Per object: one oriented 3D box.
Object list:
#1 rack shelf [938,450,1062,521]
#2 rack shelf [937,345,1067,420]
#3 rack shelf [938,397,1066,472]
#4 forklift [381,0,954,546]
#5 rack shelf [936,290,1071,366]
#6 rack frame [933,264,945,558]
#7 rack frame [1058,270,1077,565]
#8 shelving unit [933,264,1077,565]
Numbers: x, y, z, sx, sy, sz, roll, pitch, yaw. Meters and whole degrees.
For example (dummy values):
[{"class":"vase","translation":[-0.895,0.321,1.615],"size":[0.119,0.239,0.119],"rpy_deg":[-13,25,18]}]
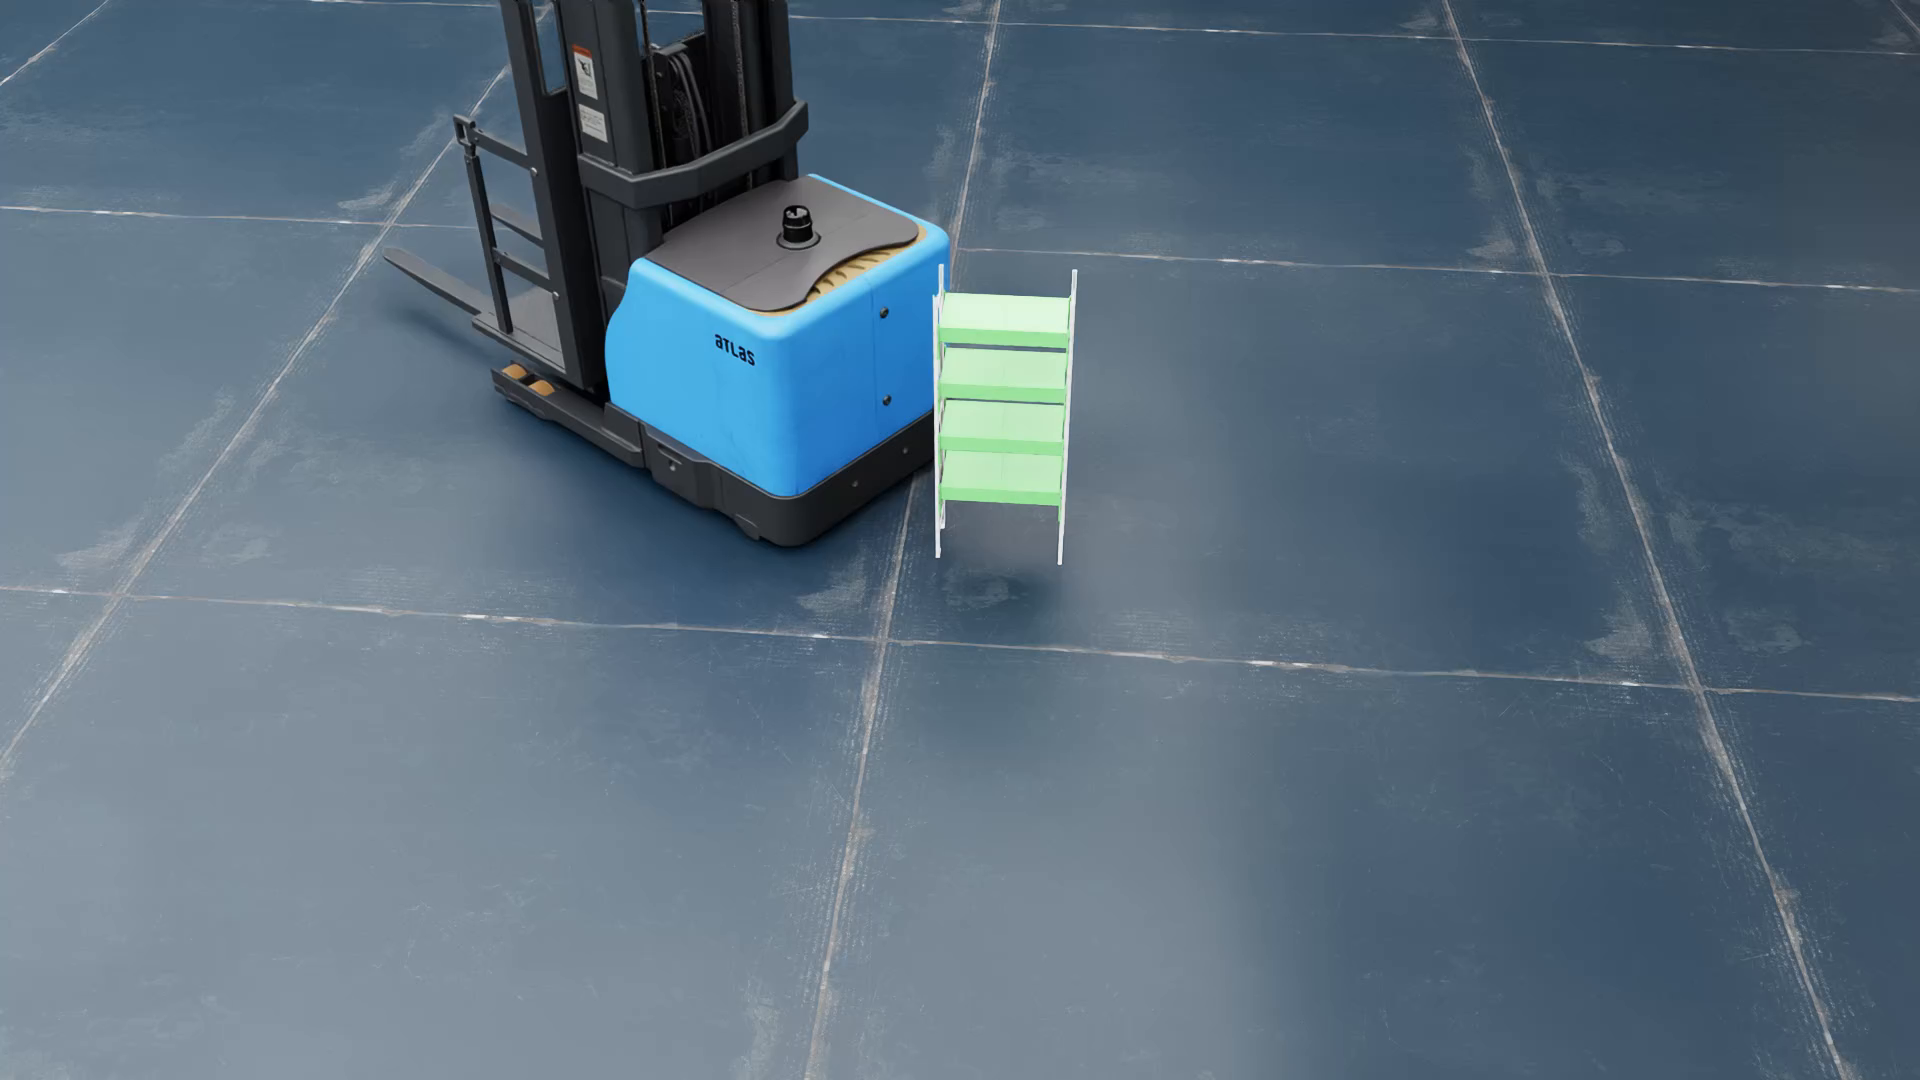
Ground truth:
[{"class":"rack shelf","translation":[0.165,-0.221,6.552],"size":[0.480,0.148,0.258],"rpy_deg":[3,39,4]},{"class":"rack shelf","translation":[0.165,-0.593,6.249],"size":[0.480,0.148,0.258],"rpy_deg":[3,39,4]},{"class":"rack shelf","translation":[0.165,-0.407,6.400],"size":[0.480,0.148,0.258],"rpy_deg":[3,39,4]},{"class":"forklift","translation":[-1.468,-1.904,6.767],"size":[3.031,2.935,1.130],"rpy_deg":[29,47,31]},{"class":"rack shelf","translation":[0.165,-0.779,6.097],"size":[0.480,0.148,0.258],"rpy_deg":[3,39,4]},{"class":"rack frame","translation":[-0.078,-0.470,6.376],"size":[0.015,1.200,0.240],"rpy_deg":[3,39,4]},{"class":"rack frame","translation":[0.408,-0.443,6.344],"size":[0.015,1.200,0.240],"rpy_deg":[3,39,4]},{"class":"shelving unit","translation":[0.165,-0.456,6.360],"size":[0.503,1.200,0.258],"rpy_deg":[3,39,4]}]
